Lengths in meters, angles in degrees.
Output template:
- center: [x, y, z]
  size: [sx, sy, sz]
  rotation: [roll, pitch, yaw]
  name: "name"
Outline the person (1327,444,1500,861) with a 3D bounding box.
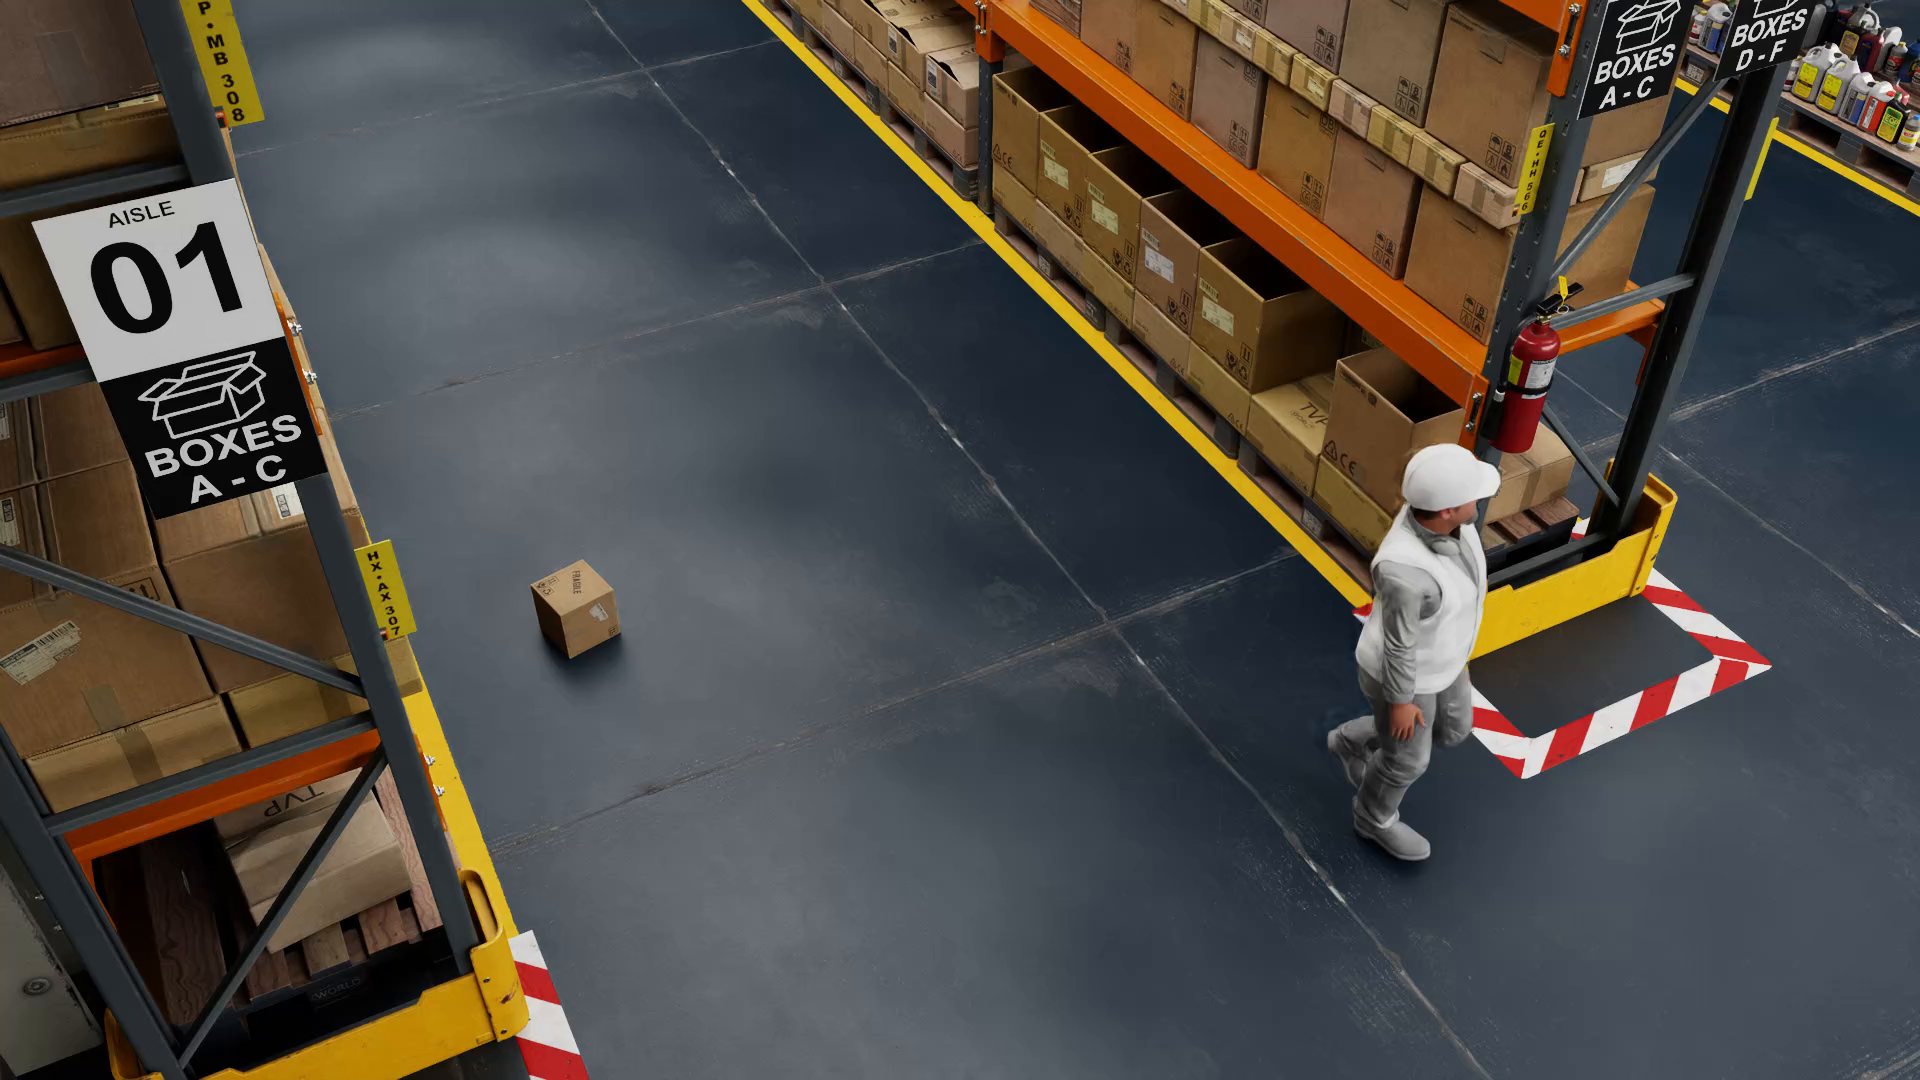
- center: [1.538, 0.383, 5.656]
  size: [0.503, 1.762, 0.548]
  rotation: [23, 46, 24]
  name: "person"
